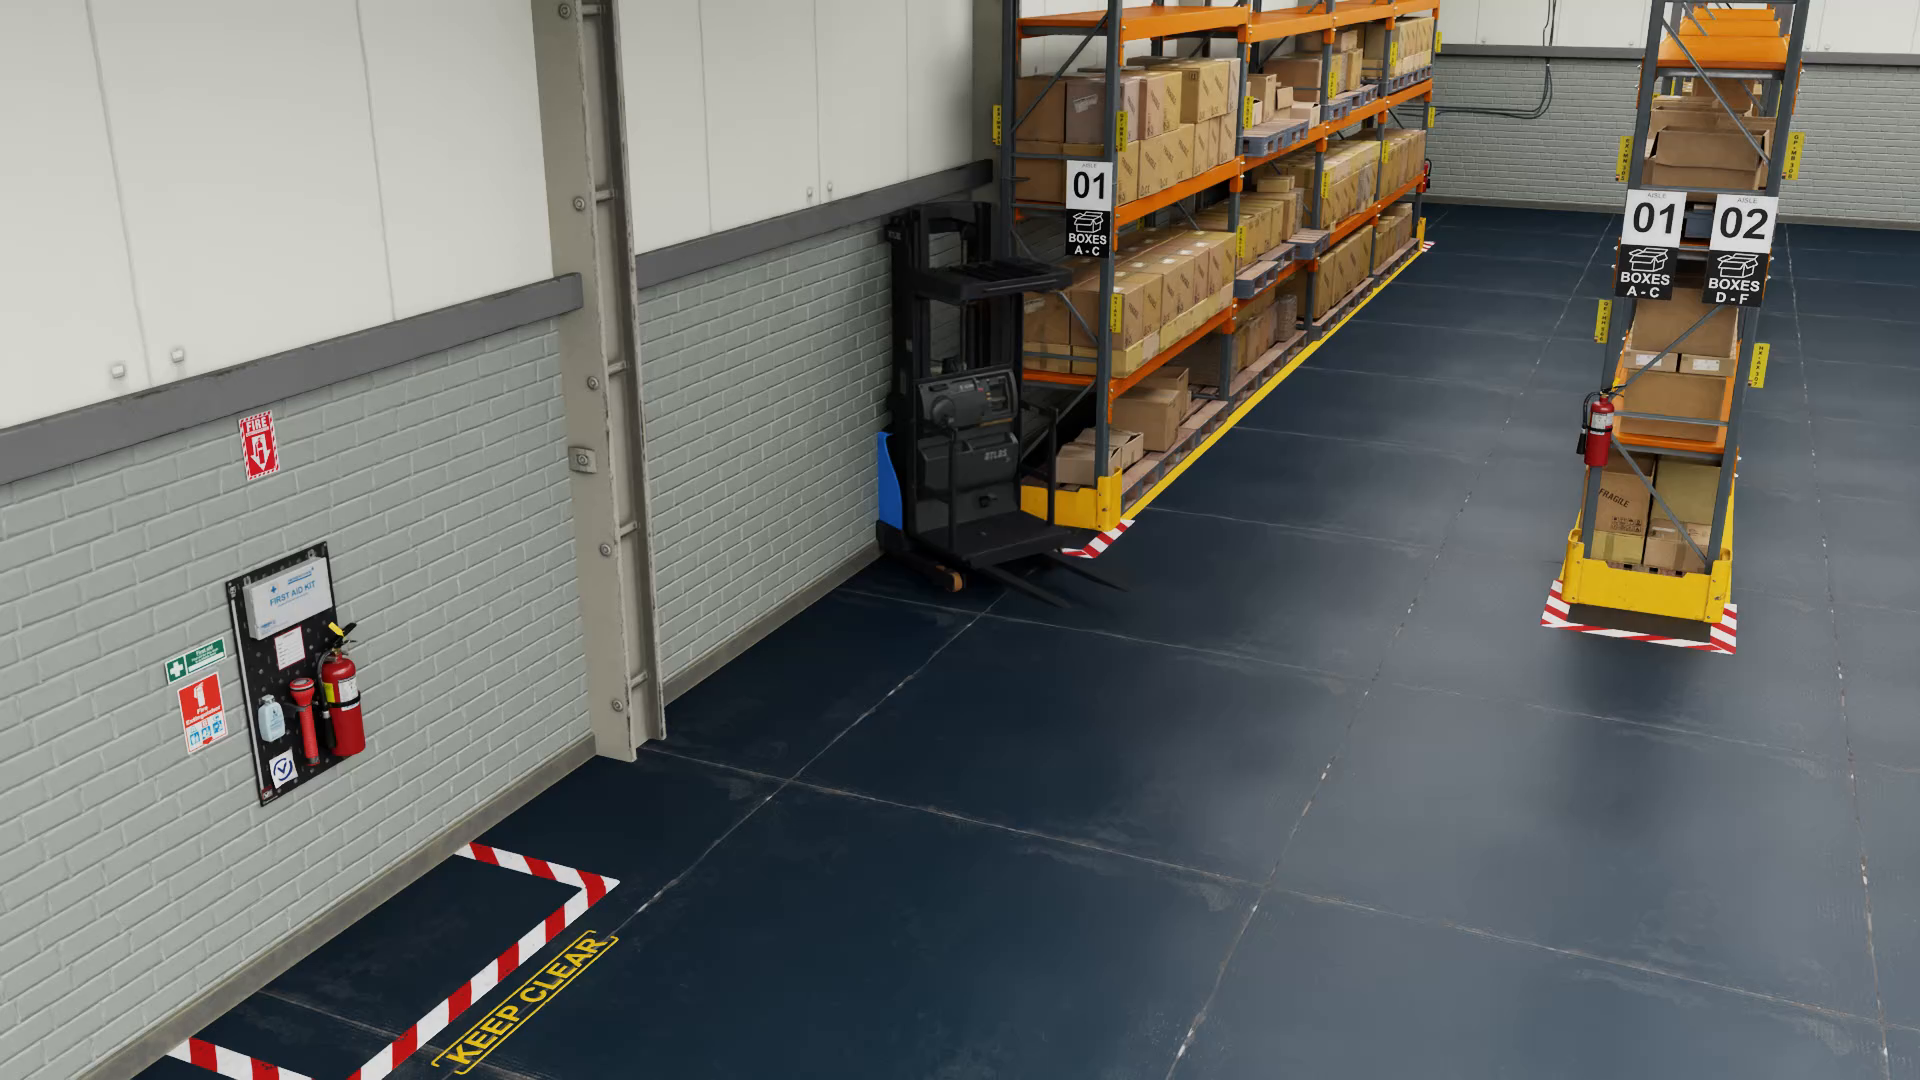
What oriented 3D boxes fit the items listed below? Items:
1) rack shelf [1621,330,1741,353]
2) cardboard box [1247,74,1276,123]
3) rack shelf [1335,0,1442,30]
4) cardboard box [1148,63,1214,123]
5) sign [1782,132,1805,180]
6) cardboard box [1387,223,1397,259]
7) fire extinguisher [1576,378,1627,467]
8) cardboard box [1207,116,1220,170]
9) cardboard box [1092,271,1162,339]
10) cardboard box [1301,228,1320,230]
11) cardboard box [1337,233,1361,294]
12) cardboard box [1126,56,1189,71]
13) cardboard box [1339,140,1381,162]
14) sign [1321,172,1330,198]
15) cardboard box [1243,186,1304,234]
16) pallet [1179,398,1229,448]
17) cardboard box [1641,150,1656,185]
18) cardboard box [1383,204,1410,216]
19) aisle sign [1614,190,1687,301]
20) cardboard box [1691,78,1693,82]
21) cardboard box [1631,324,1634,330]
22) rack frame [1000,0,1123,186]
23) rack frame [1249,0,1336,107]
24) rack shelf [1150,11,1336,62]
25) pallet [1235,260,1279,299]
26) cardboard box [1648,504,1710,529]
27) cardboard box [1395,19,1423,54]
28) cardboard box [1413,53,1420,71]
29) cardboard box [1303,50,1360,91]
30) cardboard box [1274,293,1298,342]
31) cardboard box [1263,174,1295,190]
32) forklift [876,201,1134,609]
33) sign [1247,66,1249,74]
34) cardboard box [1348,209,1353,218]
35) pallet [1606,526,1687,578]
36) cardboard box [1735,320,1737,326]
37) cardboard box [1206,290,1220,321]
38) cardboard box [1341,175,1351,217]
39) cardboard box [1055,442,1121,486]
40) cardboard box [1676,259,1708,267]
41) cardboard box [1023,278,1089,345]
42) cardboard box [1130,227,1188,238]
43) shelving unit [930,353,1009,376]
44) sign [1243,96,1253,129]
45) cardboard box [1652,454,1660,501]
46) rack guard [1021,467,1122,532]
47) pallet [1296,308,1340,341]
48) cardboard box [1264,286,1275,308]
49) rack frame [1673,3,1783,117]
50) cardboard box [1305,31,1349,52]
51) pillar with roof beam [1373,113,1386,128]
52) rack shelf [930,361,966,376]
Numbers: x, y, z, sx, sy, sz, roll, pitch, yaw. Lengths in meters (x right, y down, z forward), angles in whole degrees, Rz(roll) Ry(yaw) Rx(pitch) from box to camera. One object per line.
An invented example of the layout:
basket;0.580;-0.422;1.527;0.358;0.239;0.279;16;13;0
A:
rack shelf;7.803;-2.407;17.834;1.077;0.370;4.000;9;21;23
cardboard box;3.265;-5.005;18.812;0.500;0.500;0.500;8;21;21
rack shelf;6.558;-8.169;25.680;1.077;0.370;4.000;9;21;23
cardboard box;2.086;-4.234;15.749;0.500;0.500;0.500;8;21;21
sign;5.850;-2.696;11.674;0.100;0.325;0.005;9;21;23
cardboard box;6.560;-4.803;26.602;0.700;0.500;0.500;9;22;24
fire extinguisher;4.874;-0.903;12.647;0.296;0.674;0.183;9;21;23
cardboard box;2.263;-3.942;16.420;0.500;0.500;0.500;7;21;18
cardboard box;1.506;-2.137;15.076;0.500;0.500;0.500;9;21;23
cardboard box;4.447;-3.996;21.573;0.380;0.149;0.250;8;21;22
cardboard box;5.230;-3.955;23.695;0.750;0.750;0.750;9;22;24
cardboard box;2.002;-4.643;16.901;0.500;0.500;0.500;9;21;24
cardboard box;5.781;-5.631;24.083;0.500;0.250;0.500;9;22;24
sign;4.600;-4.473;20.959;0.100;0.325;0.005;9;21;23
cardboard box;3.918;-4.145;20.842;0.700;0.500;0.500;6;20;16
pallet;2.220;-1.289;17.779;1.003;0.211;1.213;9;21;23
cardboard box;5.577;-2.906;13.076;0.500;0.250;0.500;9;21;23
cardboard box;7.191;-5.437;27.416;0.380;0.149;0.250;9;22;24
aisle sign;5.051;-2.157;12.177;0.394;0.787;0.004;9;21;23
cardboard box;9.443;-5.733;20.712;0.600;0.600;0.600;8;21;21
cardboard box;5.644;-1.642;13.493;0.380;0.149;0.250;9;21;23
rack frame;0.825;-4.417;13.459;1.000;3.000;0.127;9;21;23
rack frame;4.101;-6.862;20.335;1.000;3.000;0.127;9;21;23
rack shelf;3.282;-5.724;18.804;1.077;0.370;4.000;9;21;23
pallet;2.909;-2.936;18.535;1.003;0.211;1.213;9;21;23
cardboard box;5.970;-0.101;13.753;0.500;0.250;0.500;9;21;23
cardboard box;6.905;-7.849;25.915;0.500;0.500;0.500;8;21;20
cardboard box;6.899;-7.490;26.024;0.500;0.250;0.500;8;21;21
cardboard box;5.110;-6.493;22.968;0.700;0.500;0.500;8;21;22
cardboard box;3.854;-2.838;21.047;0.700;0.500;0.500;9;21;23
cardboard box;3.987;-4.486;20.833;0.380;0.149;0.250;6;20;16
forklift;0.192;-1.142;13.305;1.130;2.935;3.031;-13;23;-33
sign;3.598;-5.809;20.959;0.100;0.325;0.005;9;21;23
cardboard box;5.299;-4.625;23.343;0.380;0.149;0.250;8;21;21
pallet;5.621;0.162;13.697;1.003;0.211;1.213;9;21;23
cardboard box;6.229;-1.749;13.793;0.380;0.149;0.250;8;21;22
cardboard box;2.334;-2.414;16.975;0.500;0.250;0.500;9;21;23
cardboard box;4.961;-4.656;22.462;0.500;0.500;0.500;8;21;22
cardboard box;1.191;-0.730;15.401;0.500;0.311;0.500;6;20;17
cardboard box;5.987;-2.043;13.651;0.700;0.500;0.500;9;21;23
cardboard box;0.824;-2.056;14.847;0.500;0.500;0.500;8;21;22
cardboard box;2.080;-2.990;17.475;0.500;0.500;0.500;8;21;21
shelving unit;0.037;-0.970;14.591;0.431;1.500;0.755;18;23;38
sign;2.961;-4.398;17.110;0.100;0.325;0.005;9;21;23
cardboard box;6.165;-0.609;14.061;0.500;0.500;0.500;9;21;23
rack guard;0.856;-0.436;14.948;1.175;0.500;0.348;9;21;23
pallet;4.493;-2.953;22.456;1.003;0.211;1.213;9;21;23
cardboard box;3.563;-3.026;20.455;0.500;0.250;0.500;9;21;24
rack frame;8.622;-6.184;18.427;1.000;3.000;0.127;9;21;23
cardboard box;5.047;-6.858;22.874;0.500;0.250;0.500;8;21;21
pillar with roof beam;11.621;-9.661;28.206;9.100;9.000;0.400;9;21;23
rack shelf;0.062;-1.340;14.470;0.431;0.370;0.720;18;23;38
